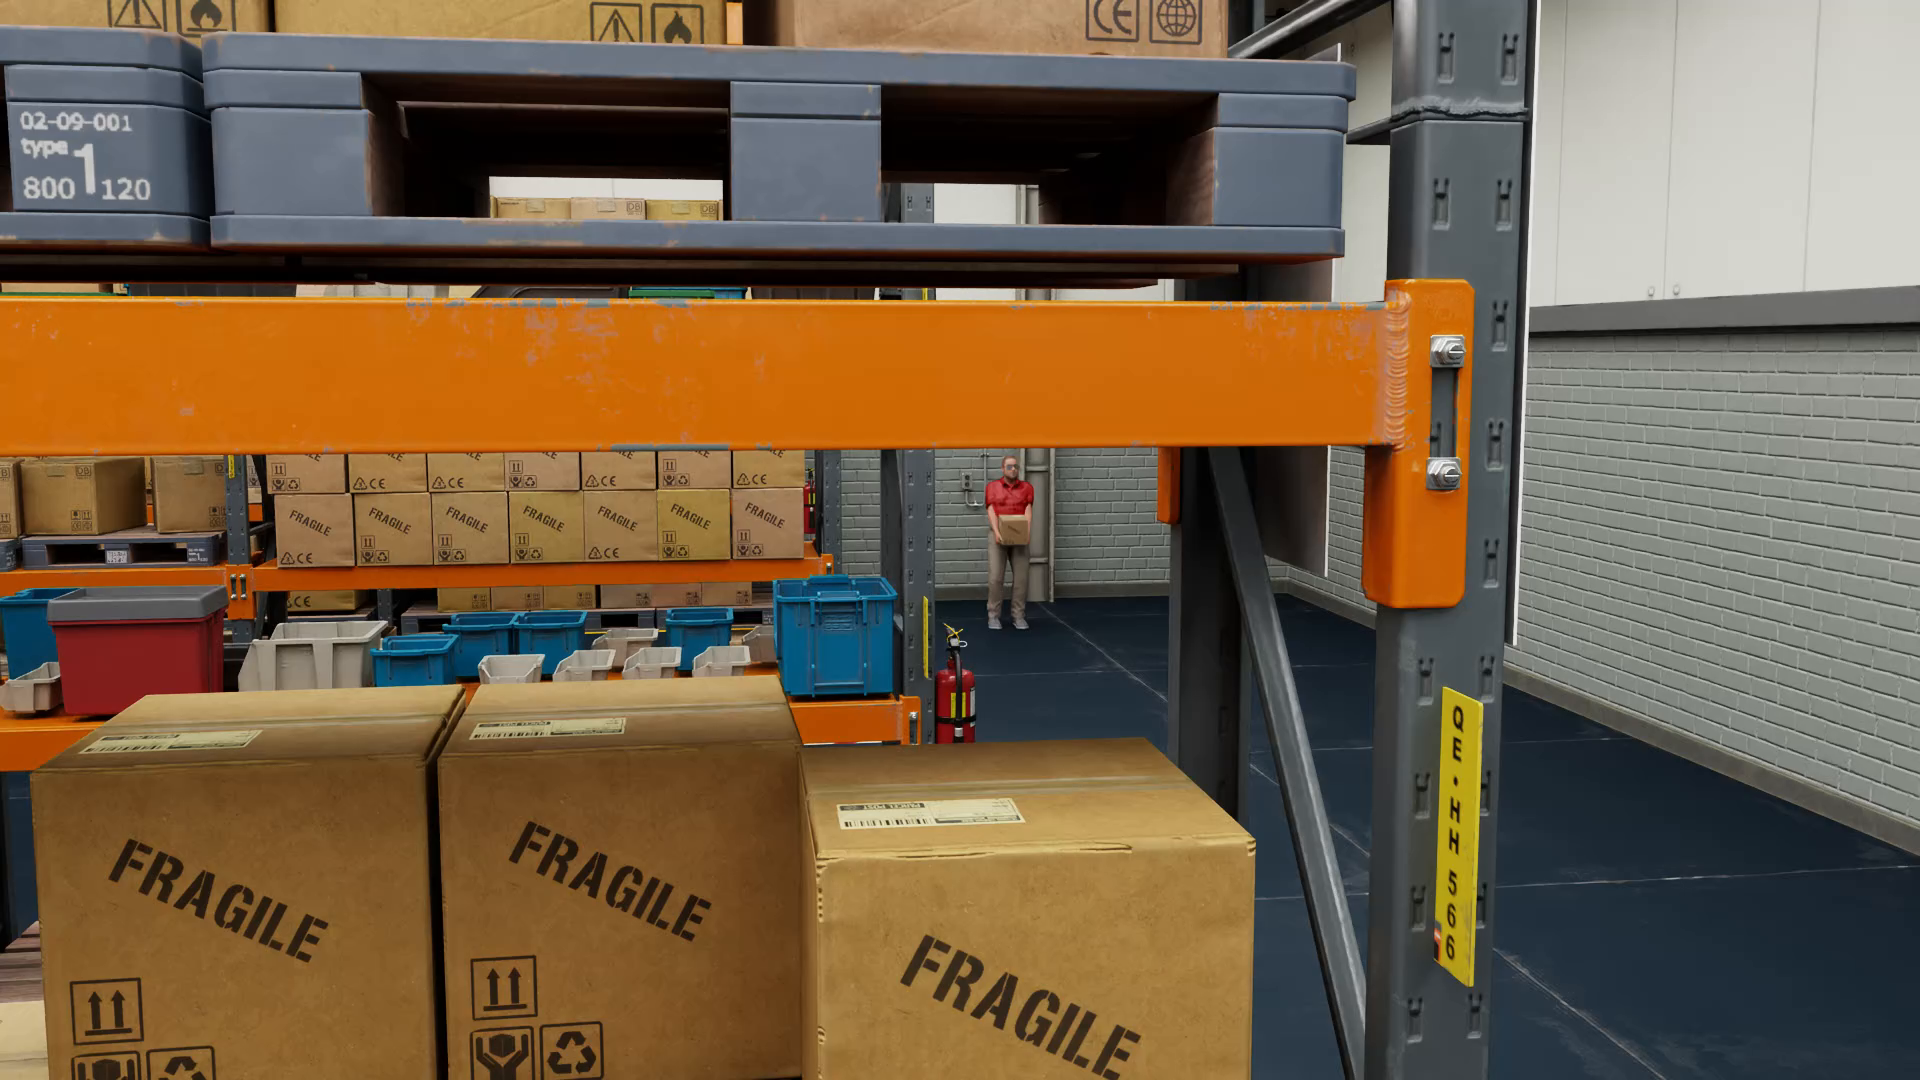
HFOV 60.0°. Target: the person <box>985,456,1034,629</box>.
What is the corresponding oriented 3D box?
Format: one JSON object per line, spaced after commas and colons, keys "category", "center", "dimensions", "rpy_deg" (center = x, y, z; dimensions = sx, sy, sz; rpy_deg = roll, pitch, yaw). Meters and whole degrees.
{"category": "person", "center": [0.512, 0.034, 16.556], "dimensions": [0.493, 1.716, 0.530], "rpy_deg": [-1, 6, -8]}
